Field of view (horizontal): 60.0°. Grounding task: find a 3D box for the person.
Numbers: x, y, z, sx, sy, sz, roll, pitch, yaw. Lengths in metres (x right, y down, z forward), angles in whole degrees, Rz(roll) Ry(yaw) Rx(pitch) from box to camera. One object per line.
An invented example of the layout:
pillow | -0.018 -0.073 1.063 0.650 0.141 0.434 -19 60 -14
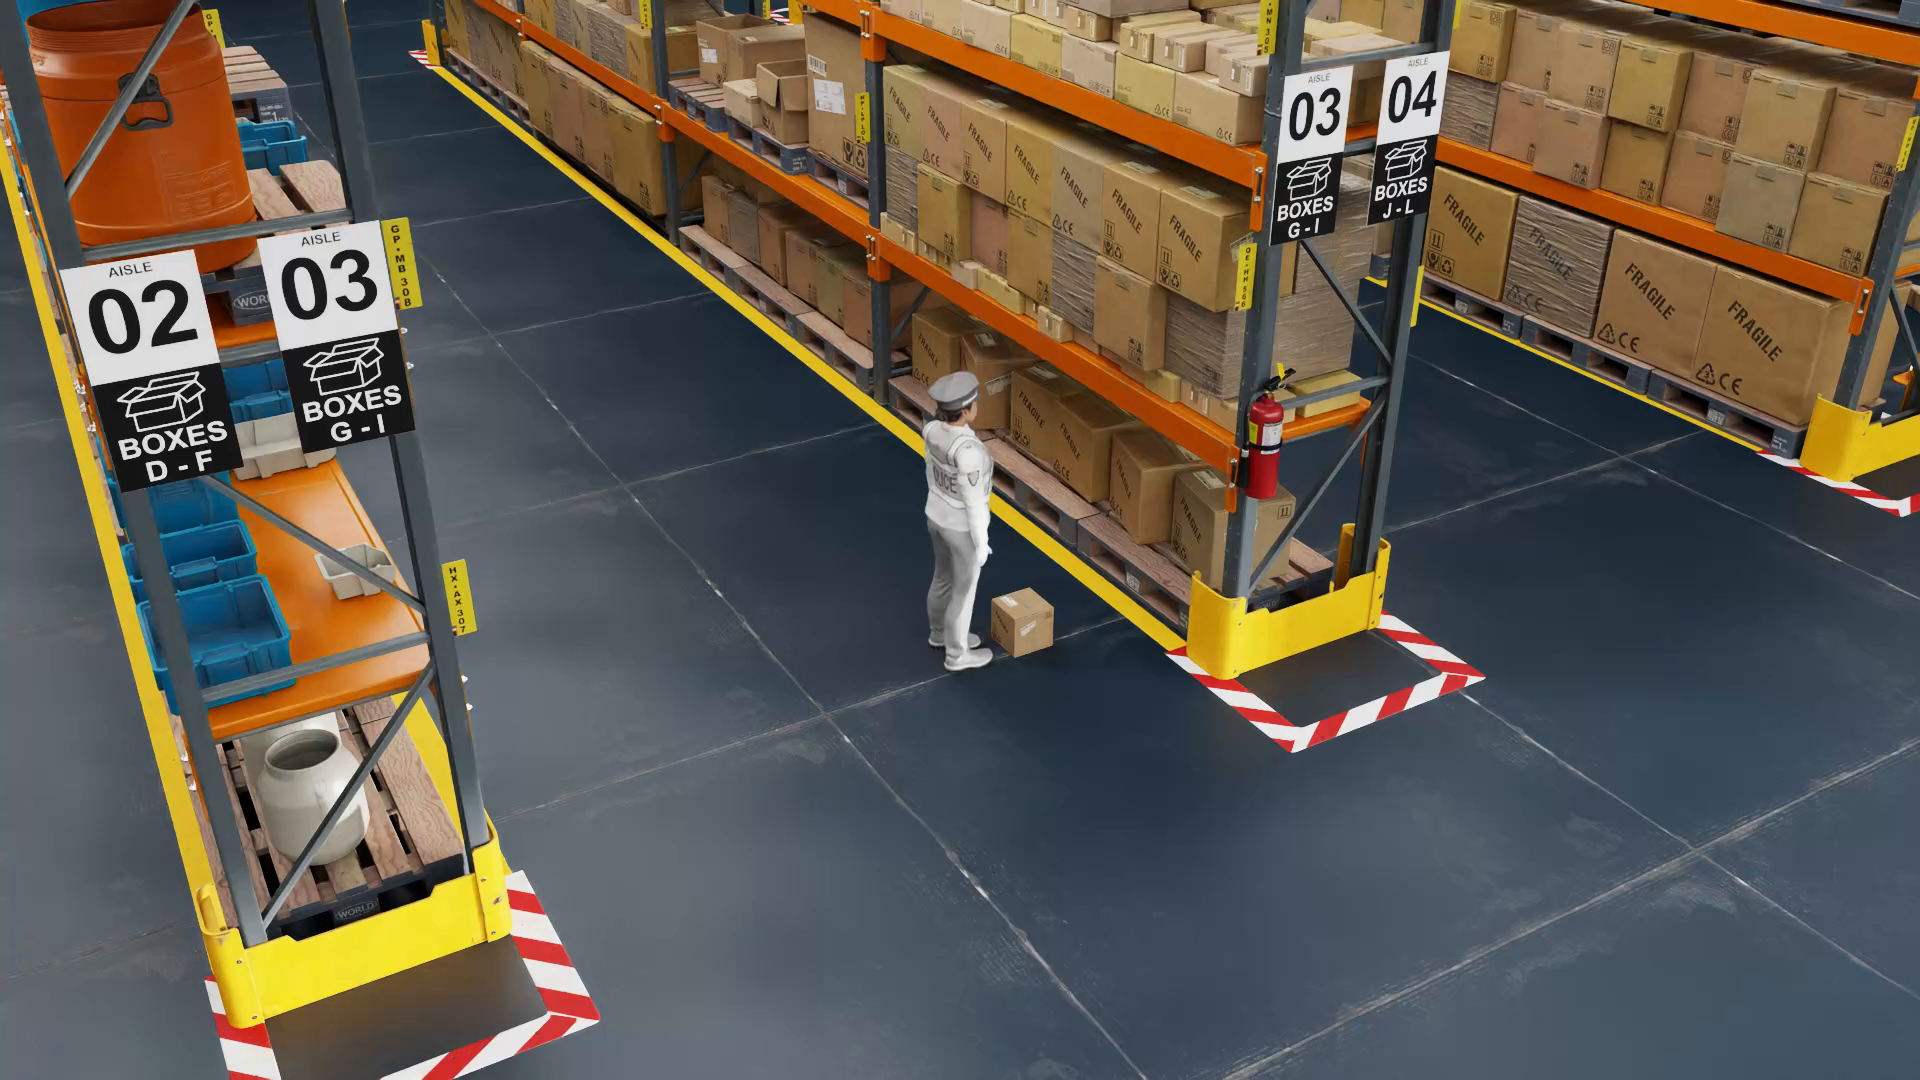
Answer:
person | 0.009 -0.081 8.672 0.345 1.684 0.500 -16 33 -27
